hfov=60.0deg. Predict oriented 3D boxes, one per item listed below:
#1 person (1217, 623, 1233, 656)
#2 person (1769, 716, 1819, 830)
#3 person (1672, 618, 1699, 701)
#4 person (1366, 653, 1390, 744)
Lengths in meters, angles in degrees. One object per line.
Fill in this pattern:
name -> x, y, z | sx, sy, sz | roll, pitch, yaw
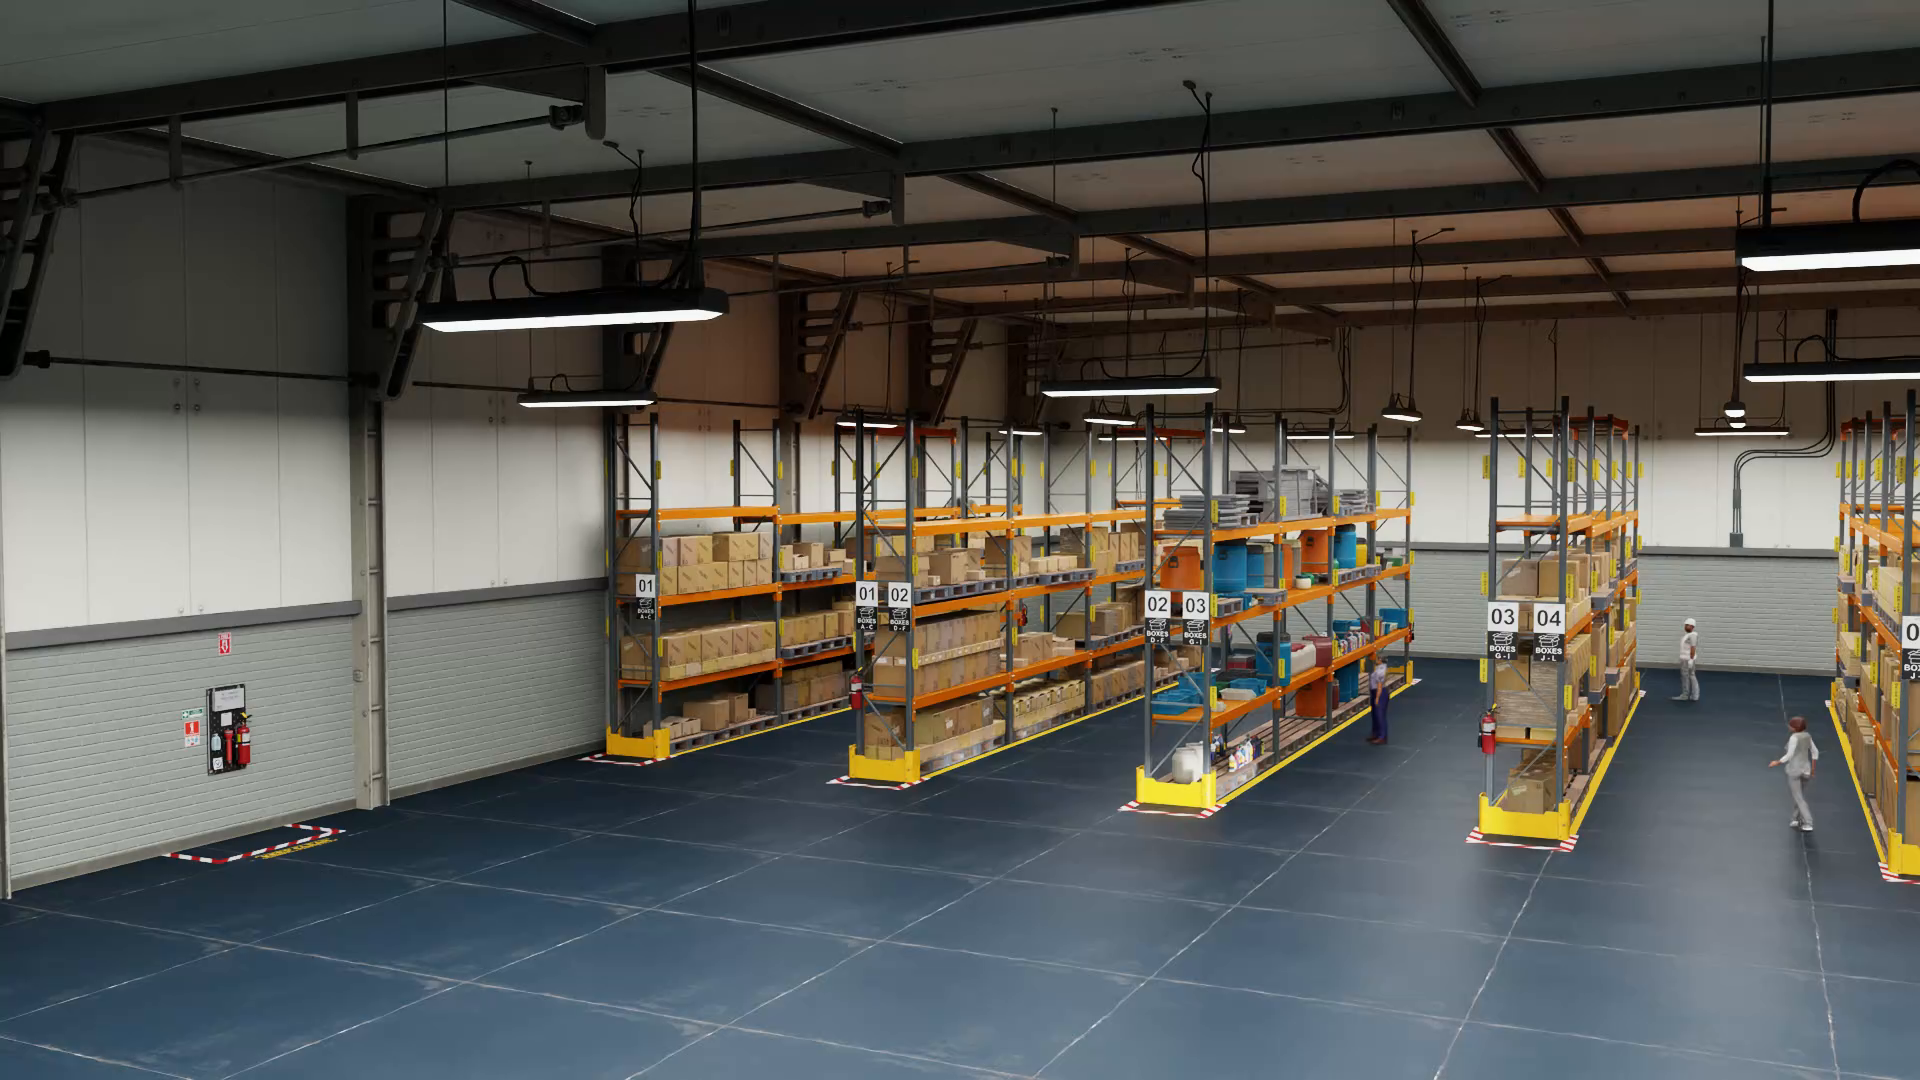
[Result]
person -> 6.791, 2.437, 42.433 | 0.434, 1.616, 0.504 | 2, 3, 44
person -> 11.696, 3.272, 23.172 | 0.563, 1.640, 0.703 | 0, 2, -10
person -> 15.793, 2.594, 36.142 | 0.512, 1.789, 0.549 | 2, 3, 35
person -> 7.694, 2.900, 30.592 | 0.411, 1.631, 0.539 | 0, 2, 5
